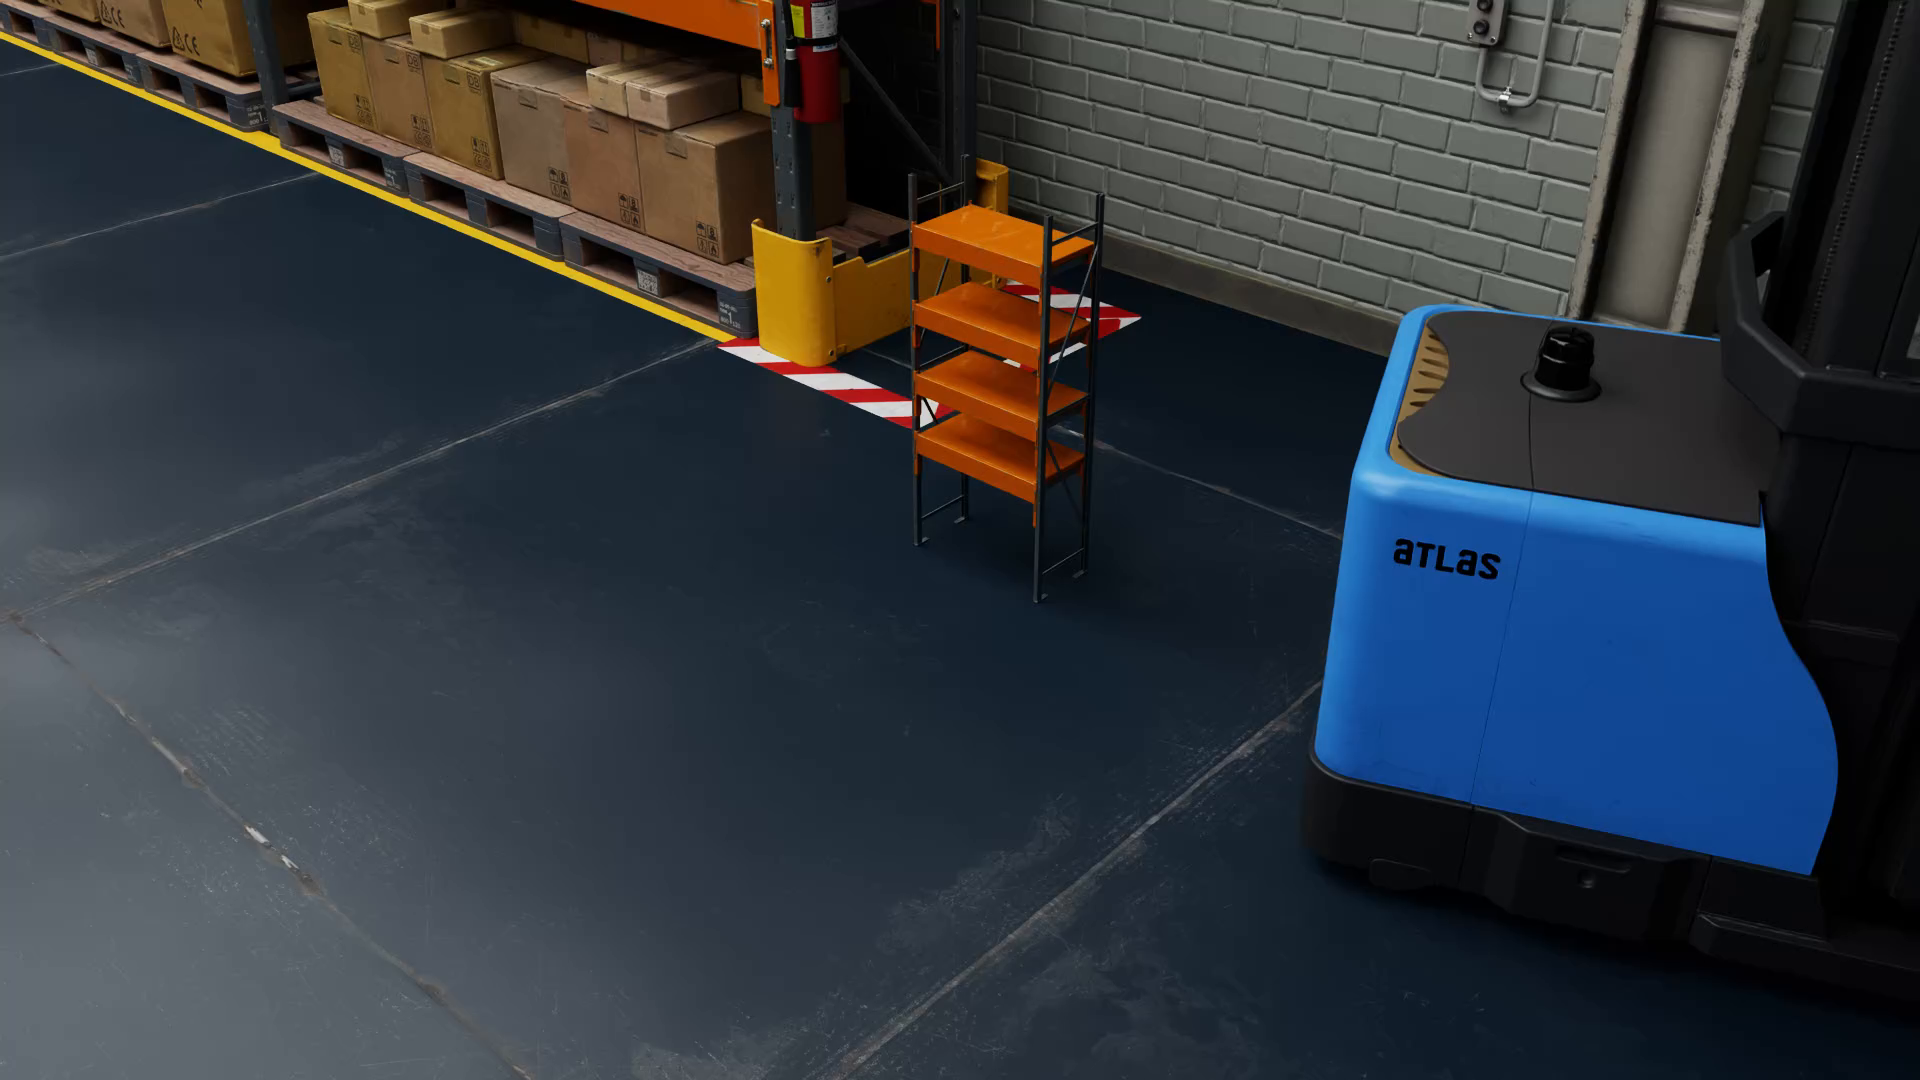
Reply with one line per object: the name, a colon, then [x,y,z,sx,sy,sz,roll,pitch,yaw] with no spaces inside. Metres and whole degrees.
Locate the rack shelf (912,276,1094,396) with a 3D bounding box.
rack shelf: [0.123,-0.591,4.765,0.480,0.148,0.258,25,39,35]

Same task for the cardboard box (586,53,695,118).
cardboard box: [-1.304,-1.874,6.843,0.250,0.149,0.380,26,40,36]

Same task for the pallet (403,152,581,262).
pallet: [-1.856,-1.695,7.861,1.213,0.211,1.003,25,39,35]

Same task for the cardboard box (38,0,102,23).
cardboard box: [-5.139,-3.638,10.062,0.750,0.750,0.750,25,39,35]

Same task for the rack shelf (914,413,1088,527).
rack shelf: [0.123,-0.229,4.982,0.480,0.148,0.258,25,39,35]

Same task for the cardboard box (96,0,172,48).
cardboard box: [-4.506,-3.346,9.576,0.750,0.750,0.750,26,40,36]

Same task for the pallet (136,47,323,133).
pallet: [-3.899,-2.648,9.445,1.213,0.211,1.003,25,39,35]

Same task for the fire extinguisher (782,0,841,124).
fire extinguisher: [-0.508,-1.799,5.766,0.183,0.674,0.296,25,39,35]

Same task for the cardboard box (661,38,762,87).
cardboard box: [-1.046,-2.020,7.084,0.250,0.149,0.380,25,39,35]

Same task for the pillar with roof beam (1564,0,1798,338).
pillar with roof beam: [-0.617,-2.541,0.746,0.400,9.000,9.100,25,39,35]

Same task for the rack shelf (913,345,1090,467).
rack shelf: [0.123,-0.399,4.880,0.480,0.148,0.258,25,39,35]

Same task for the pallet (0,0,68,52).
pallet: [-5.708,-3.493,10.847,1.213,0.211,1.003,25,39,35]

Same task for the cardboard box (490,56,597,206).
cardboard box: [-1.641,-1.880,7.482,0.500,0.500,0.700,24,38,34]

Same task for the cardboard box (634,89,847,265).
cardboard box: [-0.896,-1.534,6.905,0.500,0.500,0.700,25,39,35]

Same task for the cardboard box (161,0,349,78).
cardboard box: [-3.845,-3.039,9.067,0.750,0.750,0.750,26,39,36]

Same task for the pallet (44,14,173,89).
pallet: [-4.808,-3.071,10.146,1.213,0.211,1.003,25,39,35]

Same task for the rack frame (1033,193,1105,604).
rack frame: [0.304,-0.372,4.705,0.015,1.200,0.240,25,39,35]

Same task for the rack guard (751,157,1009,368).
rack guard: [-0.293,-1.141,6.661,0.348,0.500,1.175,25,39,35]

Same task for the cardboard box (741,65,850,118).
cardboard box: [-0.670,-1.845,6.793,0.250,0.149,0.380,25,39,35]

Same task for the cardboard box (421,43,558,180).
cardboard box: [-2.041,-2.062,7.784,0.500,0.500,0.700,26,40,36]

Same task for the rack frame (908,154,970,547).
rack frame: [-0.058,-0.541,4.986,0.015,1.200,0.240,25,39,35]

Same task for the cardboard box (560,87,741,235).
cardboard box: [-1.268,-1.707,7.193,0.500,0.500,0.700,25,39,35]

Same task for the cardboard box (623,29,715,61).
cardboard box: [-1.231,-2.106,7.228,0.250,0.149,0.380,25,39,35]

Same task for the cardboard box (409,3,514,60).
cardboard box: [-2.272,-2.325,7.591,0.250,0.149,0.380,24,38,34]

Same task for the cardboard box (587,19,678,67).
cardboard box: [-1.420,-2.194,7.374,0.250,0.149,0.380,26,39,36]

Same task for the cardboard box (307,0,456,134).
cardboard box: [-2.790,-2.416,8.371,0.500,0.500,0.700,26,39,36]

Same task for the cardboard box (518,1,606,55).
cardboard box: [-1.798,-2.371,7.667,0.250,0.149,0.380,24,39,34]

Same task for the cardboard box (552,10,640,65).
cardboard box: [-1.611,-2.283,7.521,0.250,0.149,0.380,25,39,36]

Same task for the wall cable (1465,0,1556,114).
wall cable: [1.274,-2.574,5.633,1.851,1.984,0.084,25,39,35]

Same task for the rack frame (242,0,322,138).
rack frame: [-3.276,-3.605,8.330,0.127,3.000,1.000,25,39,35]

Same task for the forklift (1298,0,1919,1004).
forklift: [2.377,-0.456,3.165,3.031,2.935,1.130,10,33,17]

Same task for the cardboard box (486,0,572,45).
cardboard box: [-1.990,-2.460,7.815,0.250,0.149,0.380,25,39,36]

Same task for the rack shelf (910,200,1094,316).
rack shelf: [0.123,-0.793,4.643,0.480,0.148,0.258,25,39,35]

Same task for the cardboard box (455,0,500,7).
cardboard box: [-2.177,-2.547,7.961,0.250,0.149,0.380,24,38,34]

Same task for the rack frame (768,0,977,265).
rack frame: [-0.310,-2.220,6.030,0.127,3.000,1.000,25,39,35]

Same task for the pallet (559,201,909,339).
pallet: [-0.956,-1.273,7.159,1.213,0.211,1.003,25,39,35]

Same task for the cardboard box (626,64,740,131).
cardboard box: [-1.114,-1.786,6.696,0.250,0.149,0.380,25,39,35]

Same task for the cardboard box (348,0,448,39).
cardboard box: [-2.659,-2.505,7.891,0.250,0.149,0.380,27,40,37]

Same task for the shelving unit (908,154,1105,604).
shelving unit: [0.123,-0.457,4.845,0.503,1.200,0.258,25,39,35]

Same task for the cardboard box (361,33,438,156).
cardboard box: [-2.420,-2.241,8.080,0.500,0.500,0.700,25,39,35]

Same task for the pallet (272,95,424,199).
pallet: [-2.765,-2.117,8.562,1.213,0.211,1.003,25,39,35]

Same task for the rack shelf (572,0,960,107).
rack shelf: [-1.793,-2.604,7.365,4.000,0.370,1.077,25,39,35]
